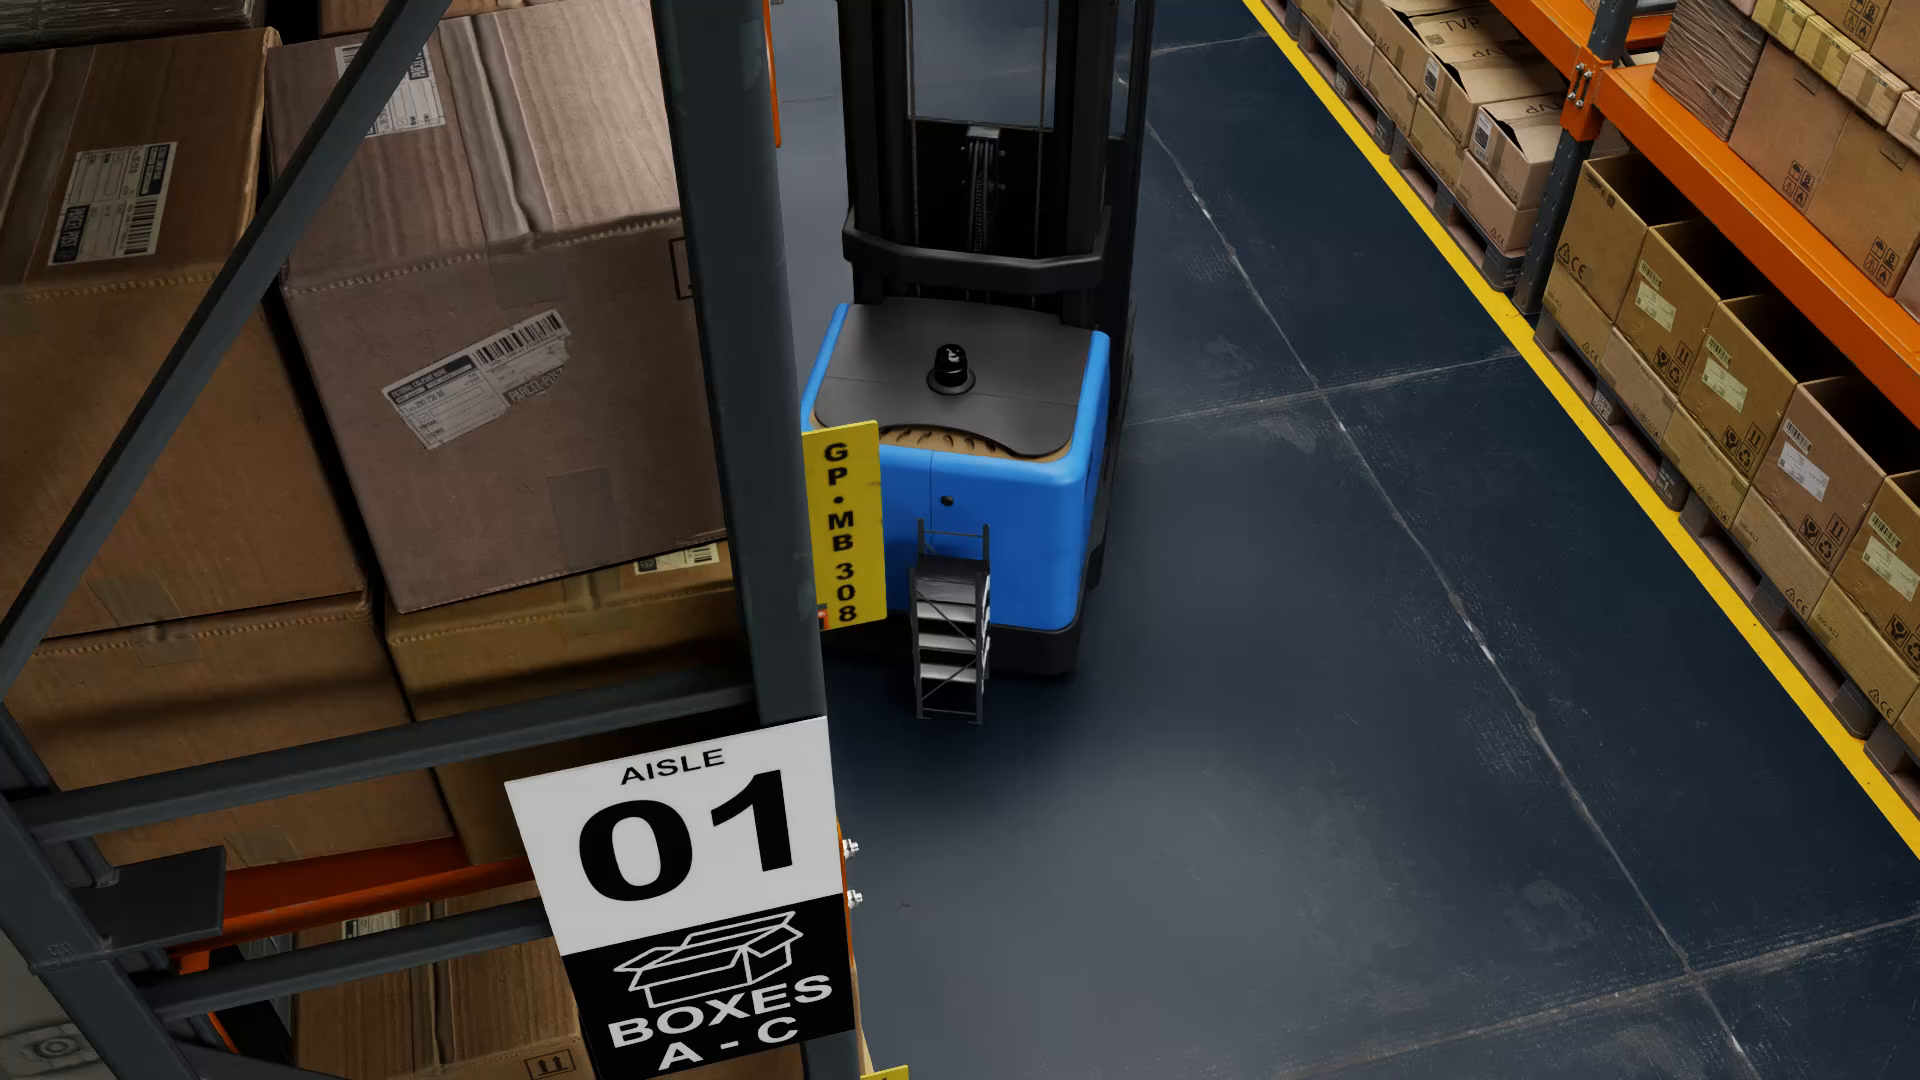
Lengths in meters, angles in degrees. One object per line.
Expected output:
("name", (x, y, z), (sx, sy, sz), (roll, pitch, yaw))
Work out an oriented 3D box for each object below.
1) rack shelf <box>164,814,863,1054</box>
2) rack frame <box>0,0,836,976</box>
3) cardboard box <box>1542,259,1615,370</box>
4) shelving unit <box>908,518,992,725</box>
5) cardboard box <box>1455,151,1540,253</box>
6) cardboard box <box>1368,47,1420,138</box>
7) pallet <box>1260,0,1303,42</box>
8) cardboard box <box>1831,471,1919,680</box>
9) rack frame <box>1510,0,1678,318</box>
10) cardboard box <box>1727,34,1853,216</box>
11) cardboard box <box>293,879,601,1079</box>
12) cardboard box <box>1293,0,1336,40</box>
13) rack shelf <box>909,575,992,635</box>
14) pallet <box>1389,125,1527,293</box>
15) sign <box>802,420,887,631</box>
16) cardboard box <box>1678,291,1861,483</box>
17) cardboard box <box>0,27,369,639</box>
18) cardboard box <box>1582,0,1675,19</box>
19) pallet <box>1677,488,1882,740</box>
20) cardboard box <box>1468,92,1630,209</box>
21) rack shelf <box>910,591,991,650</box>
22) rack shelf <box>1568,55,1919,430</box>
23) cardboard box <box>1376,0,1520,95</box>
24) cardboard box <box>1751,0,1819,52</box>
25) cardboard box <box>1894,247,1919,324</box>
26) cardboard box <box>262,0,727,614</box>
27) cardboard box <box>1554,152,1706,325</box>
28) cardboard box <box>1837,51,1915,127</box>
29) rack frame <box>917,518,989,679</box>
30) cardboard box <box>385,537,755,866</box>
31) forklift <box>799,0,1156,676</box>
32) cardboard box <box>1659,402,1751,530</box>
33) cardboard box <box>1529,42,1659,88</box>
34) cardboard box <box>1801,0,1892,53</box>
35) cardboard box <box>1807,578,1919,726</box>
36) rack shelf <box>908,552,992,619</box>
("rack shelf", (-1.176, -0.733, 3.771), (1.077, 0.370, 4.000), (-11, 47, -10))
("rack frame", (-0.664, -0.654, 1.090), (1.000, 3.000, 0.127), (-11, 47, -10))
("cardboard box", (2.925, -1.033, 7.293), (0.500, 0.250, 0.500), (-11, 47, -10))
("shelving unit", (-0.030, 0.302, 5.813), (0.258, 0.900, 0.210), (5, 51, 5))
("cardboard box", (2.713, -1.642, 7.890), (0.500, 0.250, 0.500), (-11, 47, -11))
("cardboard box", (2.454, -2.344, 8.578), (0.500, 0.250, 0.500), (-10, 46, -9))
("pallet", (2.248, -3.434, 9.967), (1.003, 0.211, 1.213), (-11, 47, -10))
("cardboard box", (3.428, 0.087, 5.670), (0.500, 0.500, 0.500), (-11, 47, -10))
("rack frame", (3.099, -2.224, 6.829), (1.000, 3.000, 0.127), (-11, 47, -10))
("cardboard box", (3.360, -1.590, 6.138), (0.700, 0.500, 0.500), (-11, 47, -11))
("cardboard box", (-0.990, 0.943, 3.292), (0.500, 0.500, 0.500), (-11, 47, -11))
("cardboard box", (2.194, -3.050, 9.270), (0.500, 0.250, 0.500), (-12, 47, -11))
("rack shelf", (-0.032, 0.209, 5.699), (0.258, 0.077, 0.200), (5, 51, 5))
("pallet", (2.873, -1.749, 8.316), (1.003, 0.211, 1.213), (-11, 47, -10))
("sign", (-0.140, -0.009, 1.946), (0.100, 0.325, 0.005), (-11, 47, -10))
("cardboard box", (3.172, -0.603, 6.347), (0.500, 0.500, 0.500), (-11, 47, -10))
("cardboard box", (-1.027, -0.245, 2.006), (0.500, 0.500, 0.500), (-9, 46, -9))
("cardboard box", (2.931, -2.503, 7.208), (0.500, 0.250, 0.500), (-8, 46, -8))
("pallet", (3.578, 0.153, 6.452), (1.003, 0.211, 1.213), (-11, 47, -10))
("cardboard box", (2.719, -1.832, 7.683), (0.500, 0.311, 0.500), (-11, 47, -10))
("rack shelf", (-0.031, 0.266, 5.769), (0.258, 0.077, 0.200), (5, 51, 5))
("rack shelf", (3.611, -0.591, 5.733), (1.077, 0.370, 4.000), (-11, 47, -10))
("cardboard box", (2.454, -2.535, 8.372), (0.500, 0.311, 0.500), (-11, 47, -10))
("cardboard box", (3.113, -1.914, 6.001), (0.380, 0.149, 0.250), (-12, 47, -11))
("cardboard box", (3.617, -0.890, 5.452), (0.700, 0.500, 0.500), (-9, 46, -9))
("cardboard box", (-0.528, -0.306, 2.065), (0.500, 0.500, 0.500), (-14, 47, -13))
("cardboard box", (2.916, -1.293, 7.023), (0.500, 0.500, 0.500), (-11, 47, -10))
("cardboard box", (3.244, -1.560, 5.654), (0.380, 0.149, 0.250), (-12, 47, -12))
("rack frame", (-0.017, 0.223, 5.876), (0.240, 0.900, 0.006), (5, 51, 5))
("cardboard box", (-0.508, 0.078, 2.389), (0.500, 0.500, 0.500), (-10, 46, -9))
("forklift", (0.165, -1.590, 6.256), (1.130, 2.935, 3.031), (7, 46, 7))
("cardboard box", (3.171, -0.340, 6.615), (0.500, 0.250, 0.500), (-11, 47, -10))
("cardboard box", (3.111, -2.282, 8.125), (0.500, 0.311, 0.500), (-11, 47, -11))
("cardboard box", (3.350, -2.059, 5.689), (0.700, 0.500, 0.500), (-11, 47, -10))
("cardboard box", (3.431, 0.349, 5.939), (0.500, 0.250, 0.500), (-11, 47, -10))
("rack shelf", (-0.033, 0.153, 5.629), (0.258, 0.077, 0.200), (5, 51, 5))
